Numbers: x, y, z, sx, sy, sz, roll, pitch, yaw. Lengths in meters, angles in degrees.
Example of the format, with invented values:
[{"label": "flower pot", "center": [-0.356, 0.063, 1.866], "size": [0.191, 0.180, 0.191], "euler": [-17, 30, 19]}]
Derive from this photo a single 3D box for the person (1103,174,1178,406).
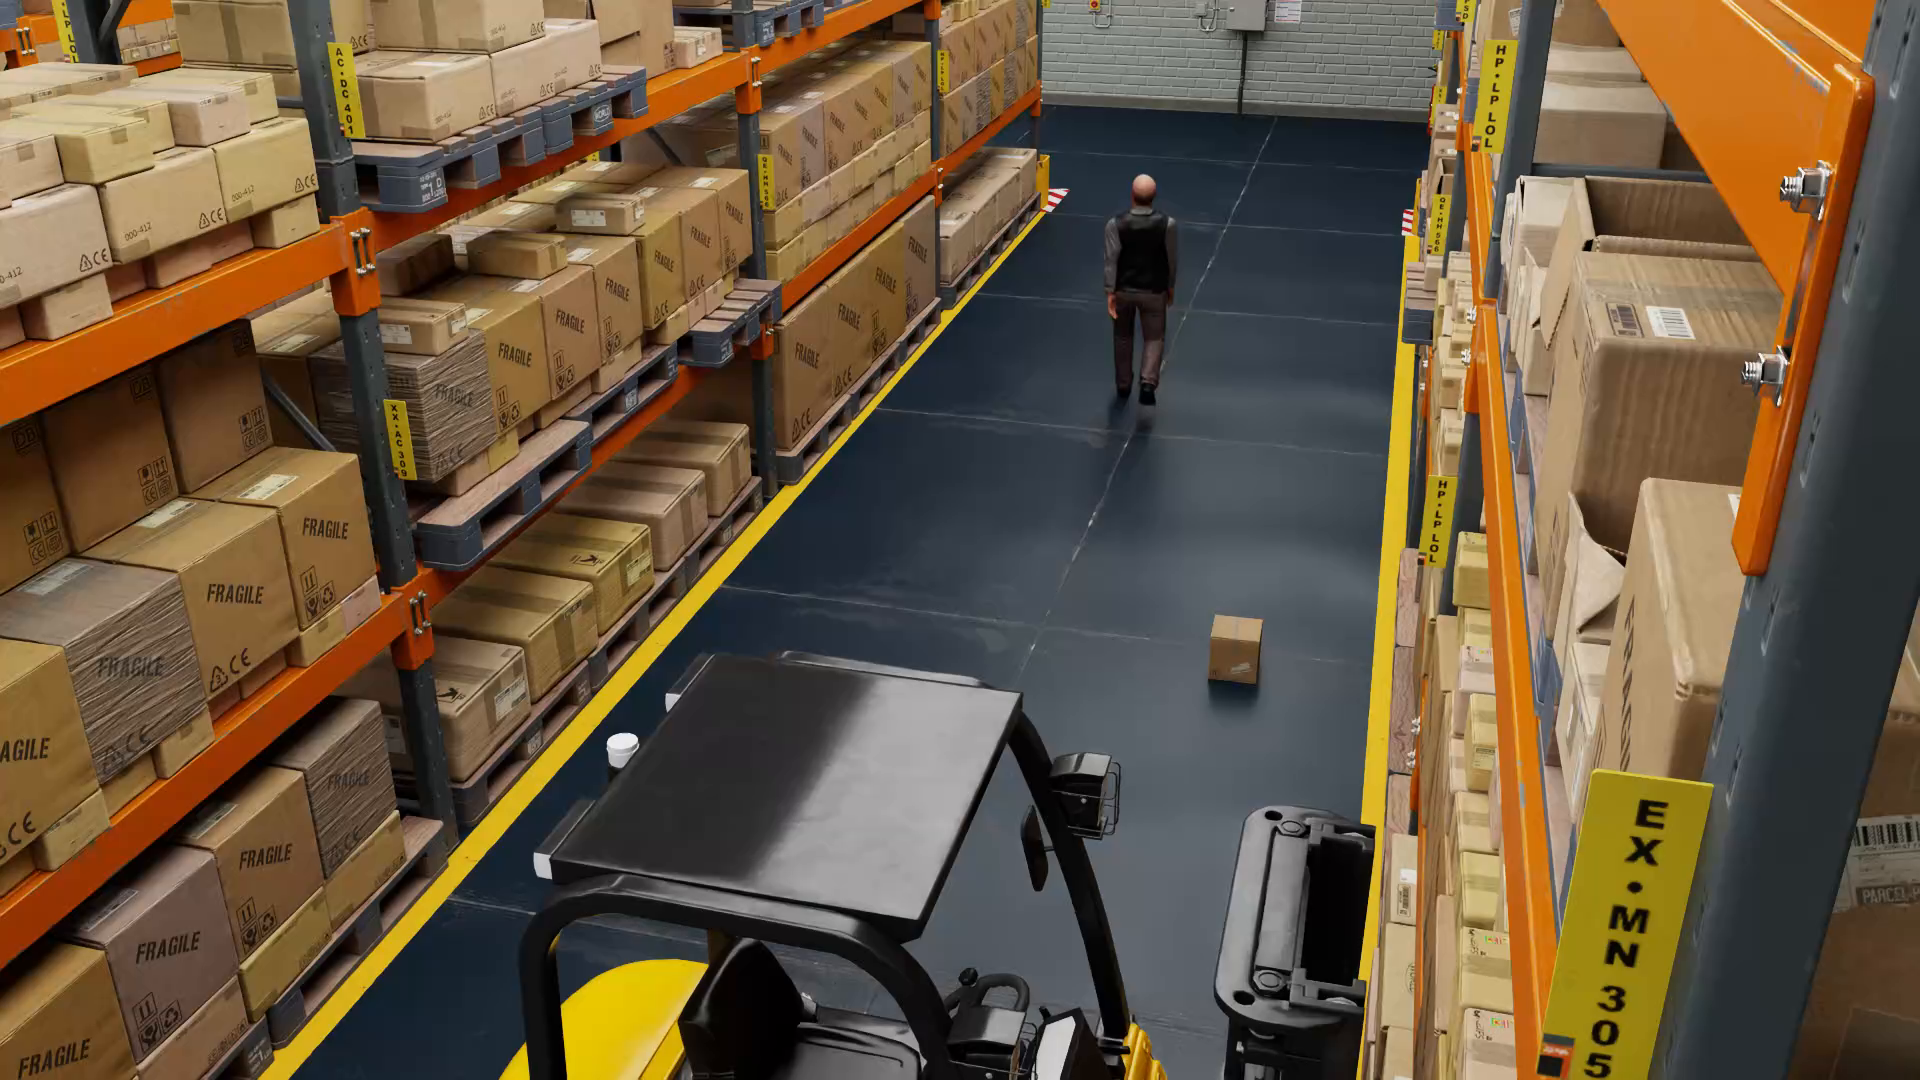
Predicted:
[{"label": "person", "center": [1.282, -1.778, 11.916], "size": [0.525, 1.691, 0.861], "euler": [4, 25, 7]}]
